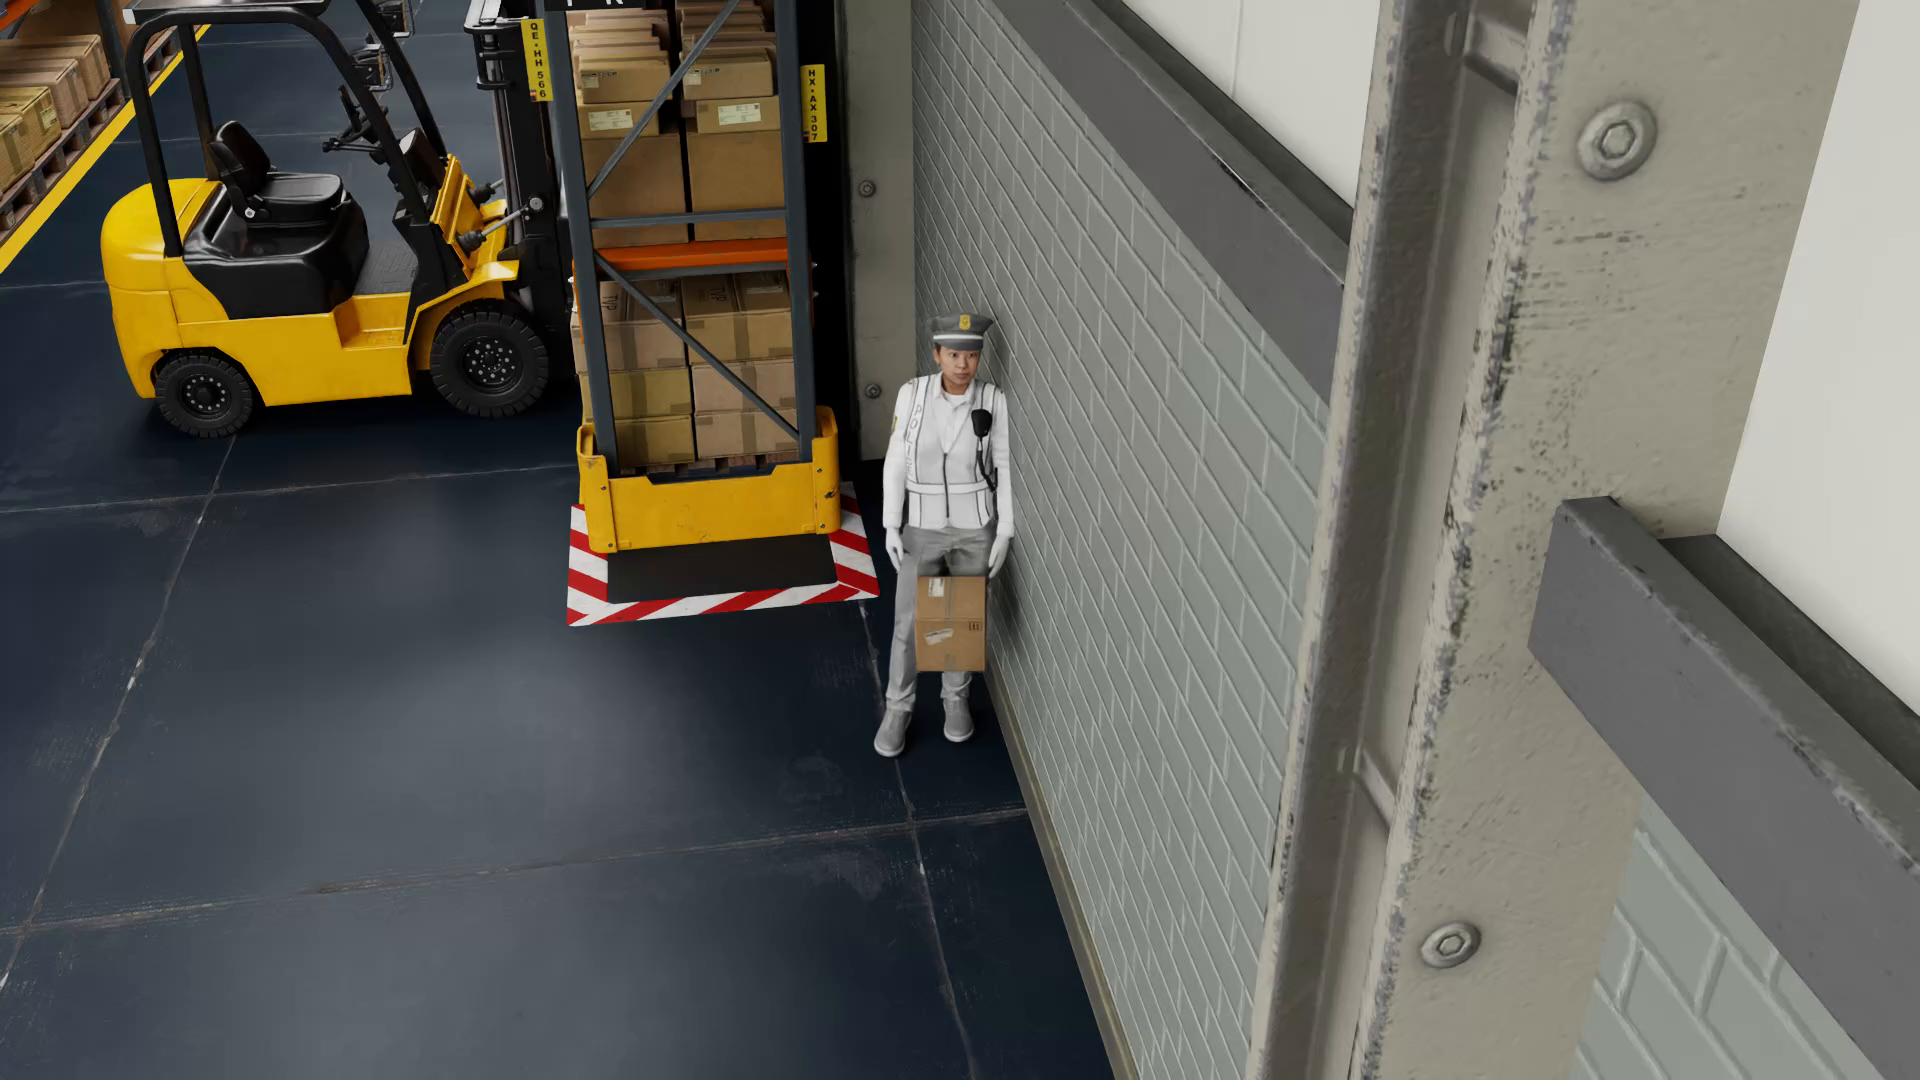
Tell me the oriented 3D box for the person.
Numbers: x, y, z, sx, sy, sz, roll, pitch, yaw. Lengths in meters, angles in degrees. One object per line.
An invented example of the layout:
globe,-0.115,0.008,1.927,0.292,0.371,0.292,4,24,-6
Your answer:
person,-0.046,-0.026,6.125,0.550,1.697,0.542,1,31,2
